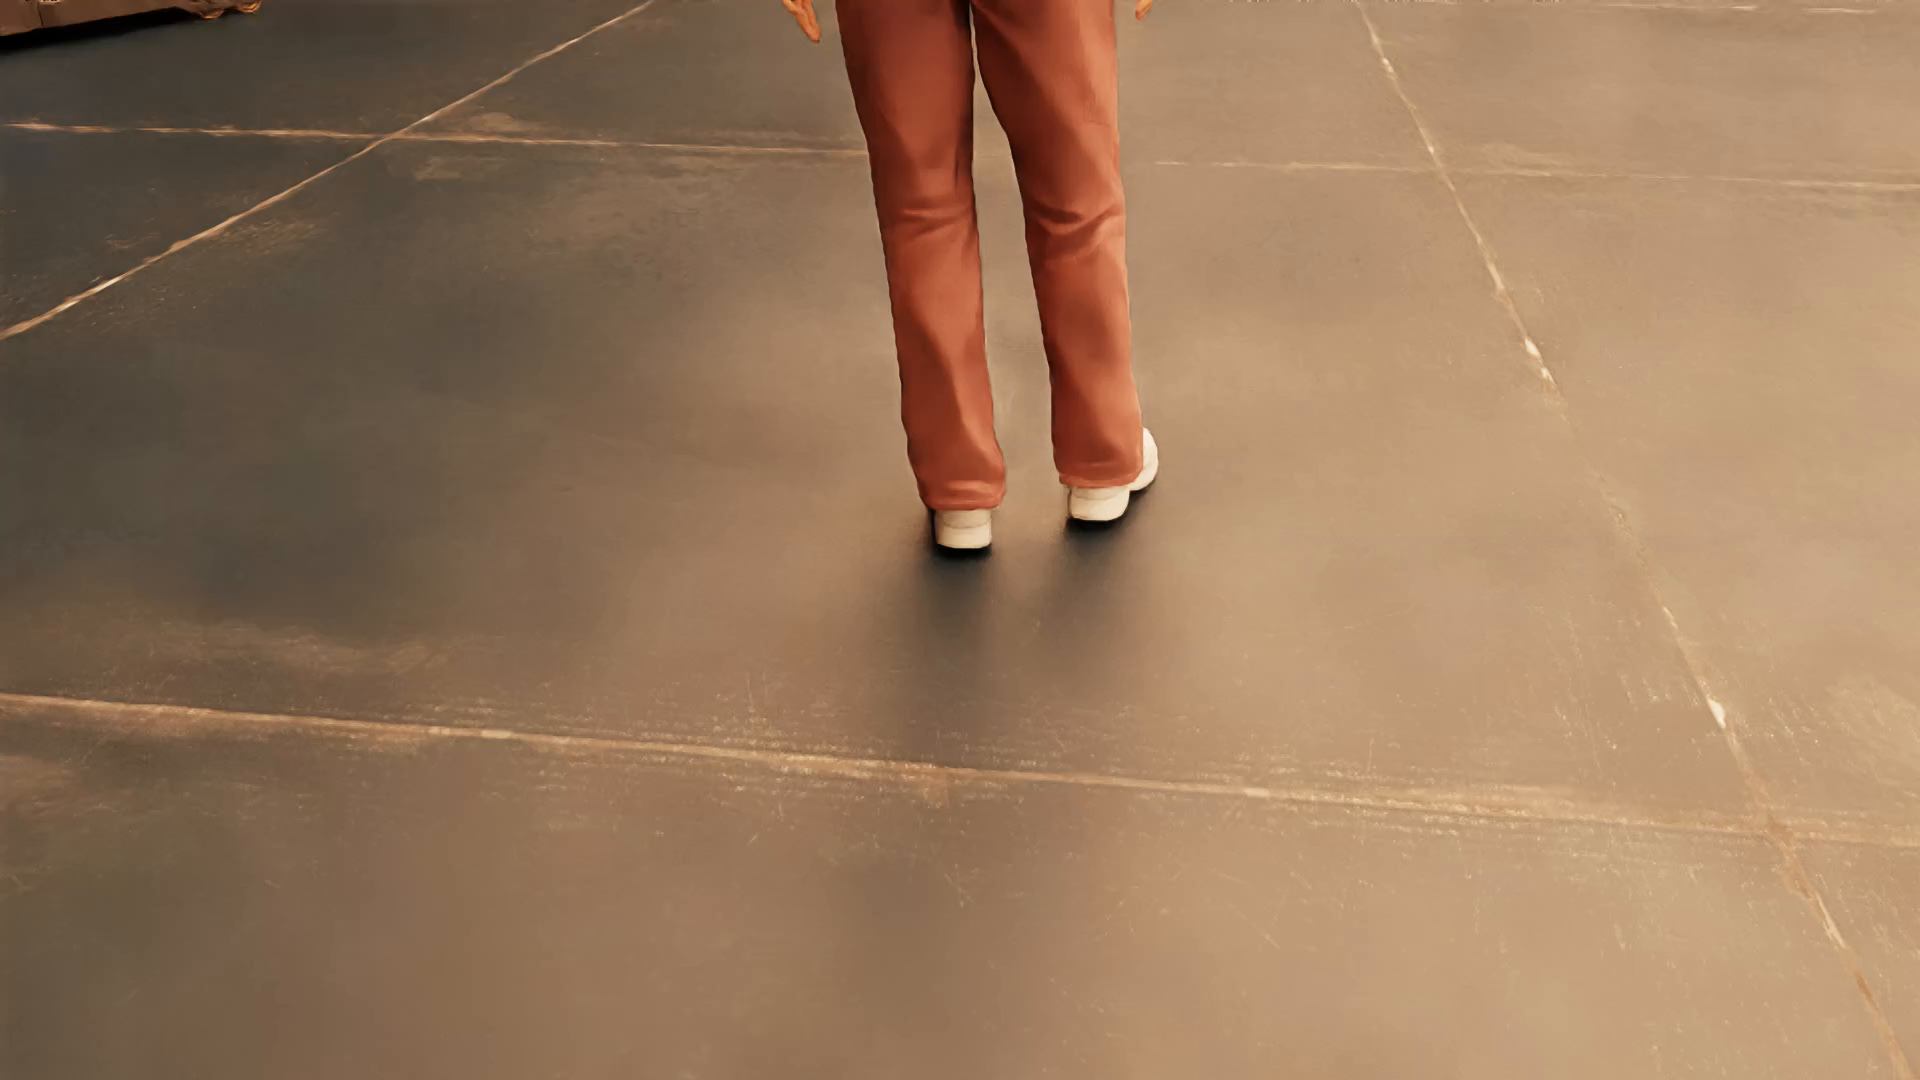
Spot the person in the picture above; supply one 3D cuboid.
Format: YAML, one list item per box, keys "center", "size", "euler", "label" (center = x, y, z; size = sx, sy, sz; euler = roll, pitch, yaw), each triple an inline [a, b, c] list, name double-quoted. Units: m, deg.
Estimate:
- center: [0.021, -0.788, 2.187]
  size: [0.554, 1.674, 0.548]
  euler: [3, 27, 7]
  label: "person"
